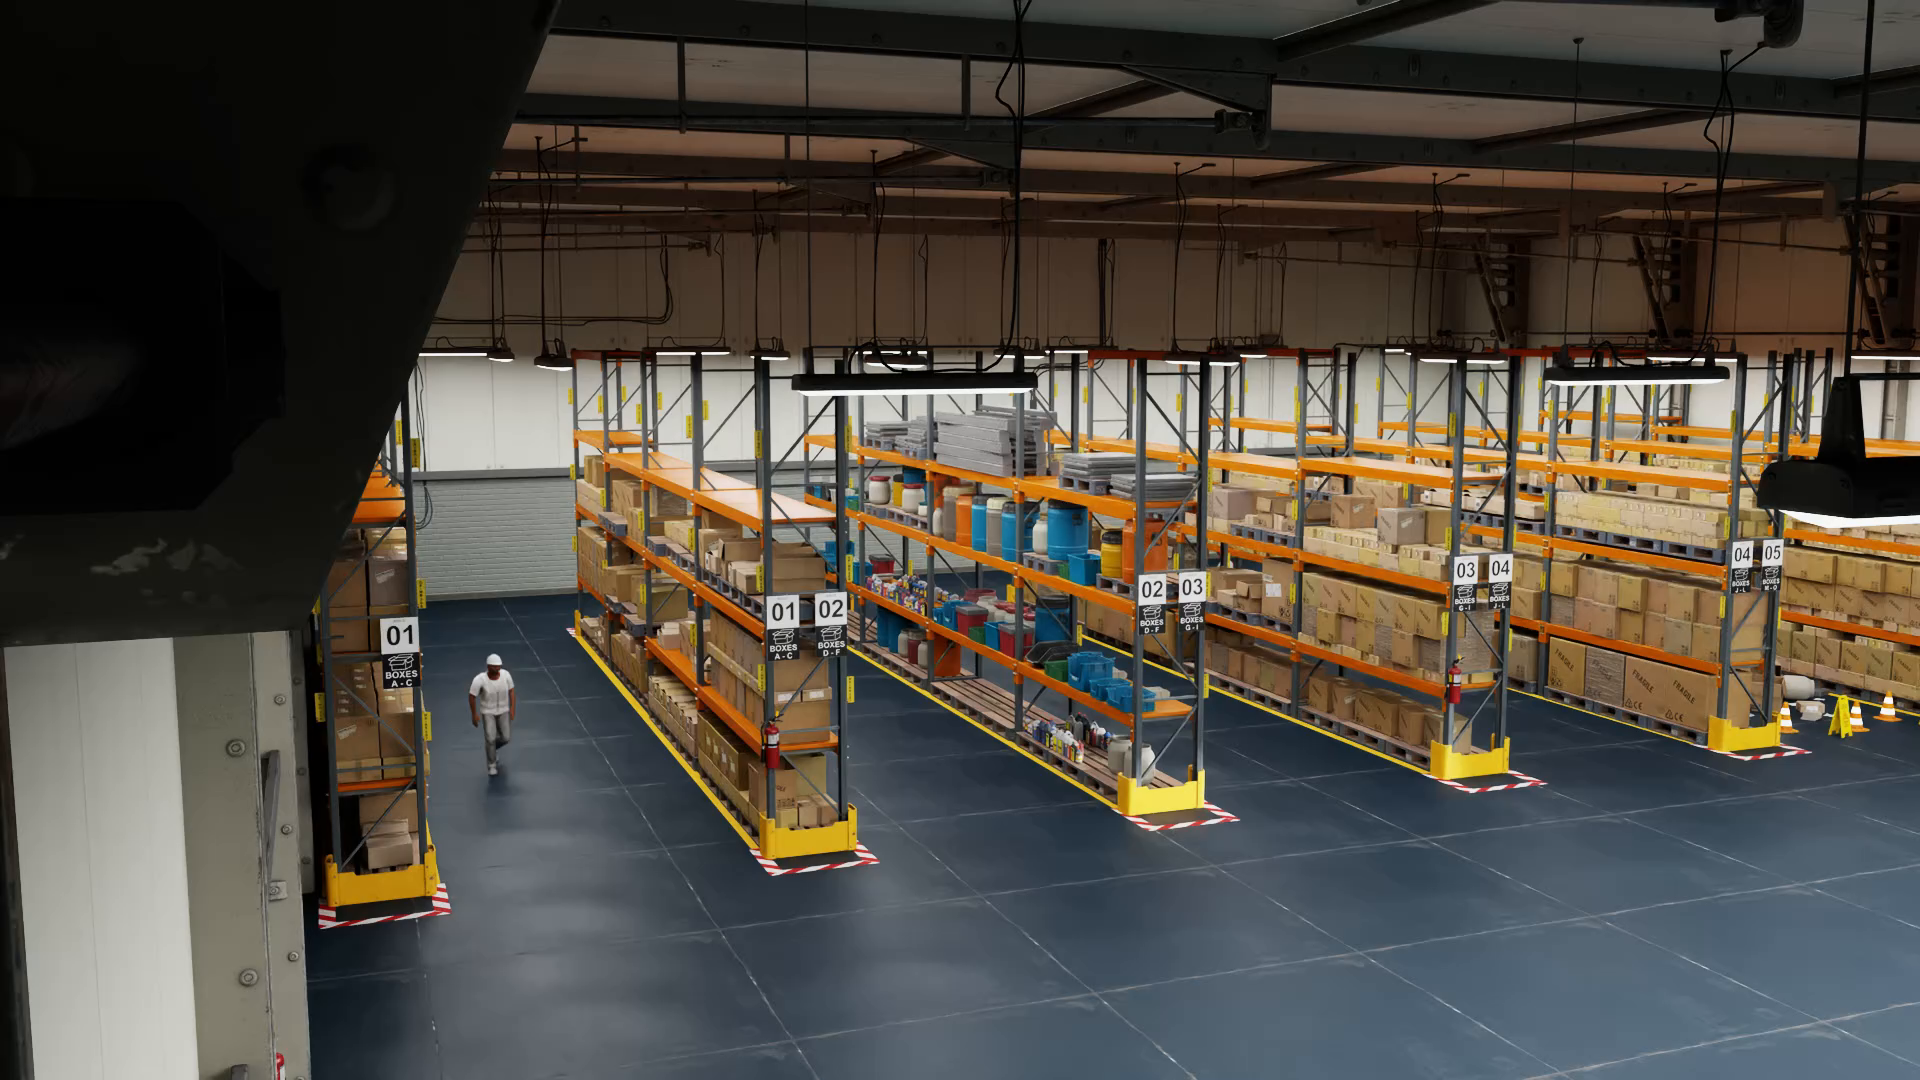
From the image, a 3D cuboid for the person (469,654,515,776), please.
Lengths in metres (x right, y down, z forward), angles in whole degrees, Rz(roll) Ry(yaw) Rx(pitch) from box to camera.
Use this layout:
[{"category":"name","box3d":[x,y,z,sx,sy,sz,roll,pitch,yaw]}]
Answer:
[{"category":"person","box3d":[-6.780,2.488,24.071,0.659,1.743,0.656,-5,9,-35]}]

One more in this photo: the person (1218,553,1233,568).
[{"category":"person","box3d":[5.641,1.077,35.341,0.467,1.743,0.602,5,9,36]}]

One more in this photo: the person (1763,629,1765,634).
[{"category":"person","box3d":[16.479,1.272,34.447,0.411,1.611,0.543,-5,9,-35]}]
